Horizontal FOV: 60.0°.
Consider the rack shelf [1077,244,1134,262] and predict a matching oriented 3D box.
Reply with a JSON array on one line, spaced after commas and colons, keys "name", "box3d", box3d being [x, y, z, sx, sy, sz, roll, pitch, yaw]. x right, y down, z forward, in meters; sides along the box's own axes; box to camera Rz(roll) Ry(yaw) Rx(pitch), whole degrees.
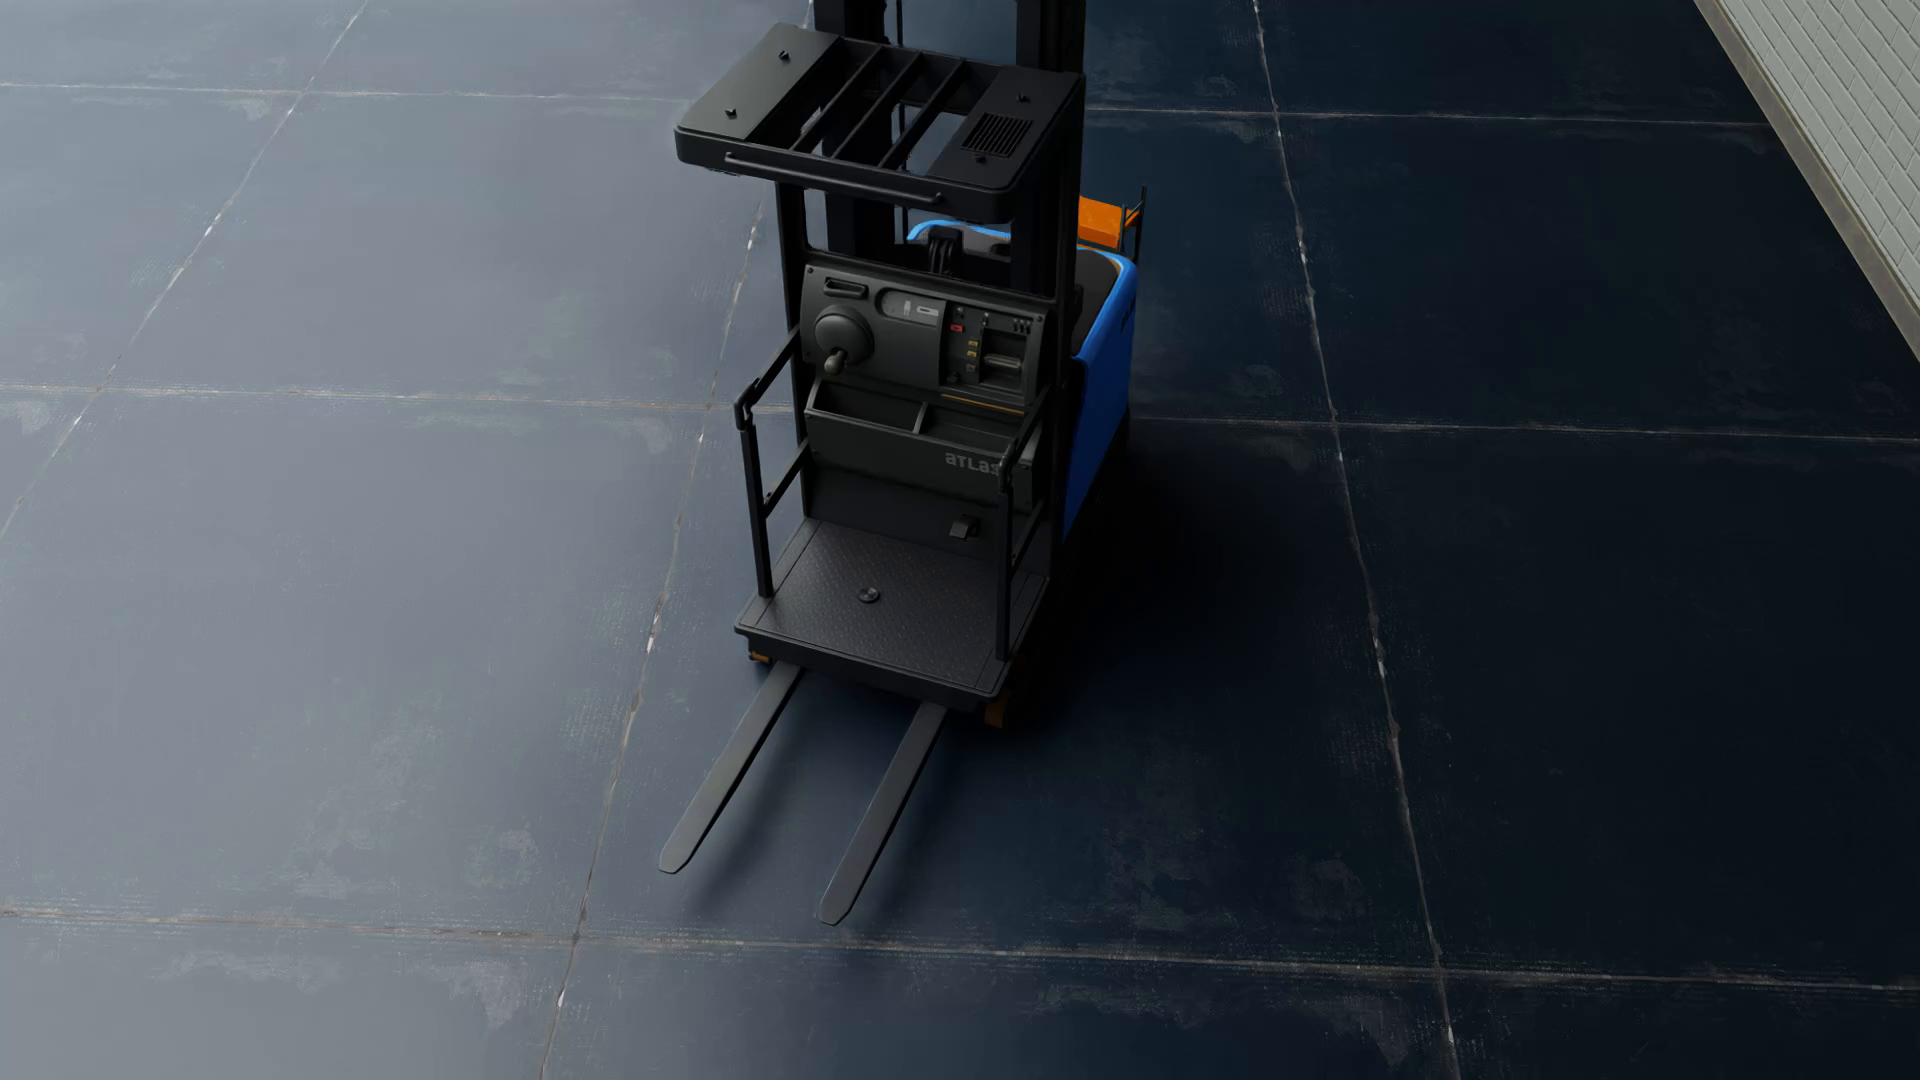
[{"name": "rack shelf", "box3d": [0.522, -1.221, 7.524, 0.480, 0.148, 0.258, 20, 43, 20]}]

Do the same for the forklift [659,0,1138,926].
[{"name": "forklift", "box3d": [-0.213, -0.654, 5.887, 1.130, 2.935, 3.031, 14, 45, 15]}]

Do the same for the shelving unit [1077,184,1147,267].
[{"name": "shelving unit", "box3d": [0.517, -1.100, 7.624, 0.503, 1.200, 0.258, 20, 43, 20]}]

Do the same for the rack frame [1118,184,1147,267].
[{"name": "rack frame", "box3d": [0.733, -1.023, 7.541, 0.015, 1.200, 0.240, 20, 43, 20]}]

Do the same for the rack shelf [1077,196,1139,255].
[{"name": "rack shelf", "box3d": [0.530, -1.403, 7.374, 0.480, 0.148, 0.258, 20, 43, 20]}]
